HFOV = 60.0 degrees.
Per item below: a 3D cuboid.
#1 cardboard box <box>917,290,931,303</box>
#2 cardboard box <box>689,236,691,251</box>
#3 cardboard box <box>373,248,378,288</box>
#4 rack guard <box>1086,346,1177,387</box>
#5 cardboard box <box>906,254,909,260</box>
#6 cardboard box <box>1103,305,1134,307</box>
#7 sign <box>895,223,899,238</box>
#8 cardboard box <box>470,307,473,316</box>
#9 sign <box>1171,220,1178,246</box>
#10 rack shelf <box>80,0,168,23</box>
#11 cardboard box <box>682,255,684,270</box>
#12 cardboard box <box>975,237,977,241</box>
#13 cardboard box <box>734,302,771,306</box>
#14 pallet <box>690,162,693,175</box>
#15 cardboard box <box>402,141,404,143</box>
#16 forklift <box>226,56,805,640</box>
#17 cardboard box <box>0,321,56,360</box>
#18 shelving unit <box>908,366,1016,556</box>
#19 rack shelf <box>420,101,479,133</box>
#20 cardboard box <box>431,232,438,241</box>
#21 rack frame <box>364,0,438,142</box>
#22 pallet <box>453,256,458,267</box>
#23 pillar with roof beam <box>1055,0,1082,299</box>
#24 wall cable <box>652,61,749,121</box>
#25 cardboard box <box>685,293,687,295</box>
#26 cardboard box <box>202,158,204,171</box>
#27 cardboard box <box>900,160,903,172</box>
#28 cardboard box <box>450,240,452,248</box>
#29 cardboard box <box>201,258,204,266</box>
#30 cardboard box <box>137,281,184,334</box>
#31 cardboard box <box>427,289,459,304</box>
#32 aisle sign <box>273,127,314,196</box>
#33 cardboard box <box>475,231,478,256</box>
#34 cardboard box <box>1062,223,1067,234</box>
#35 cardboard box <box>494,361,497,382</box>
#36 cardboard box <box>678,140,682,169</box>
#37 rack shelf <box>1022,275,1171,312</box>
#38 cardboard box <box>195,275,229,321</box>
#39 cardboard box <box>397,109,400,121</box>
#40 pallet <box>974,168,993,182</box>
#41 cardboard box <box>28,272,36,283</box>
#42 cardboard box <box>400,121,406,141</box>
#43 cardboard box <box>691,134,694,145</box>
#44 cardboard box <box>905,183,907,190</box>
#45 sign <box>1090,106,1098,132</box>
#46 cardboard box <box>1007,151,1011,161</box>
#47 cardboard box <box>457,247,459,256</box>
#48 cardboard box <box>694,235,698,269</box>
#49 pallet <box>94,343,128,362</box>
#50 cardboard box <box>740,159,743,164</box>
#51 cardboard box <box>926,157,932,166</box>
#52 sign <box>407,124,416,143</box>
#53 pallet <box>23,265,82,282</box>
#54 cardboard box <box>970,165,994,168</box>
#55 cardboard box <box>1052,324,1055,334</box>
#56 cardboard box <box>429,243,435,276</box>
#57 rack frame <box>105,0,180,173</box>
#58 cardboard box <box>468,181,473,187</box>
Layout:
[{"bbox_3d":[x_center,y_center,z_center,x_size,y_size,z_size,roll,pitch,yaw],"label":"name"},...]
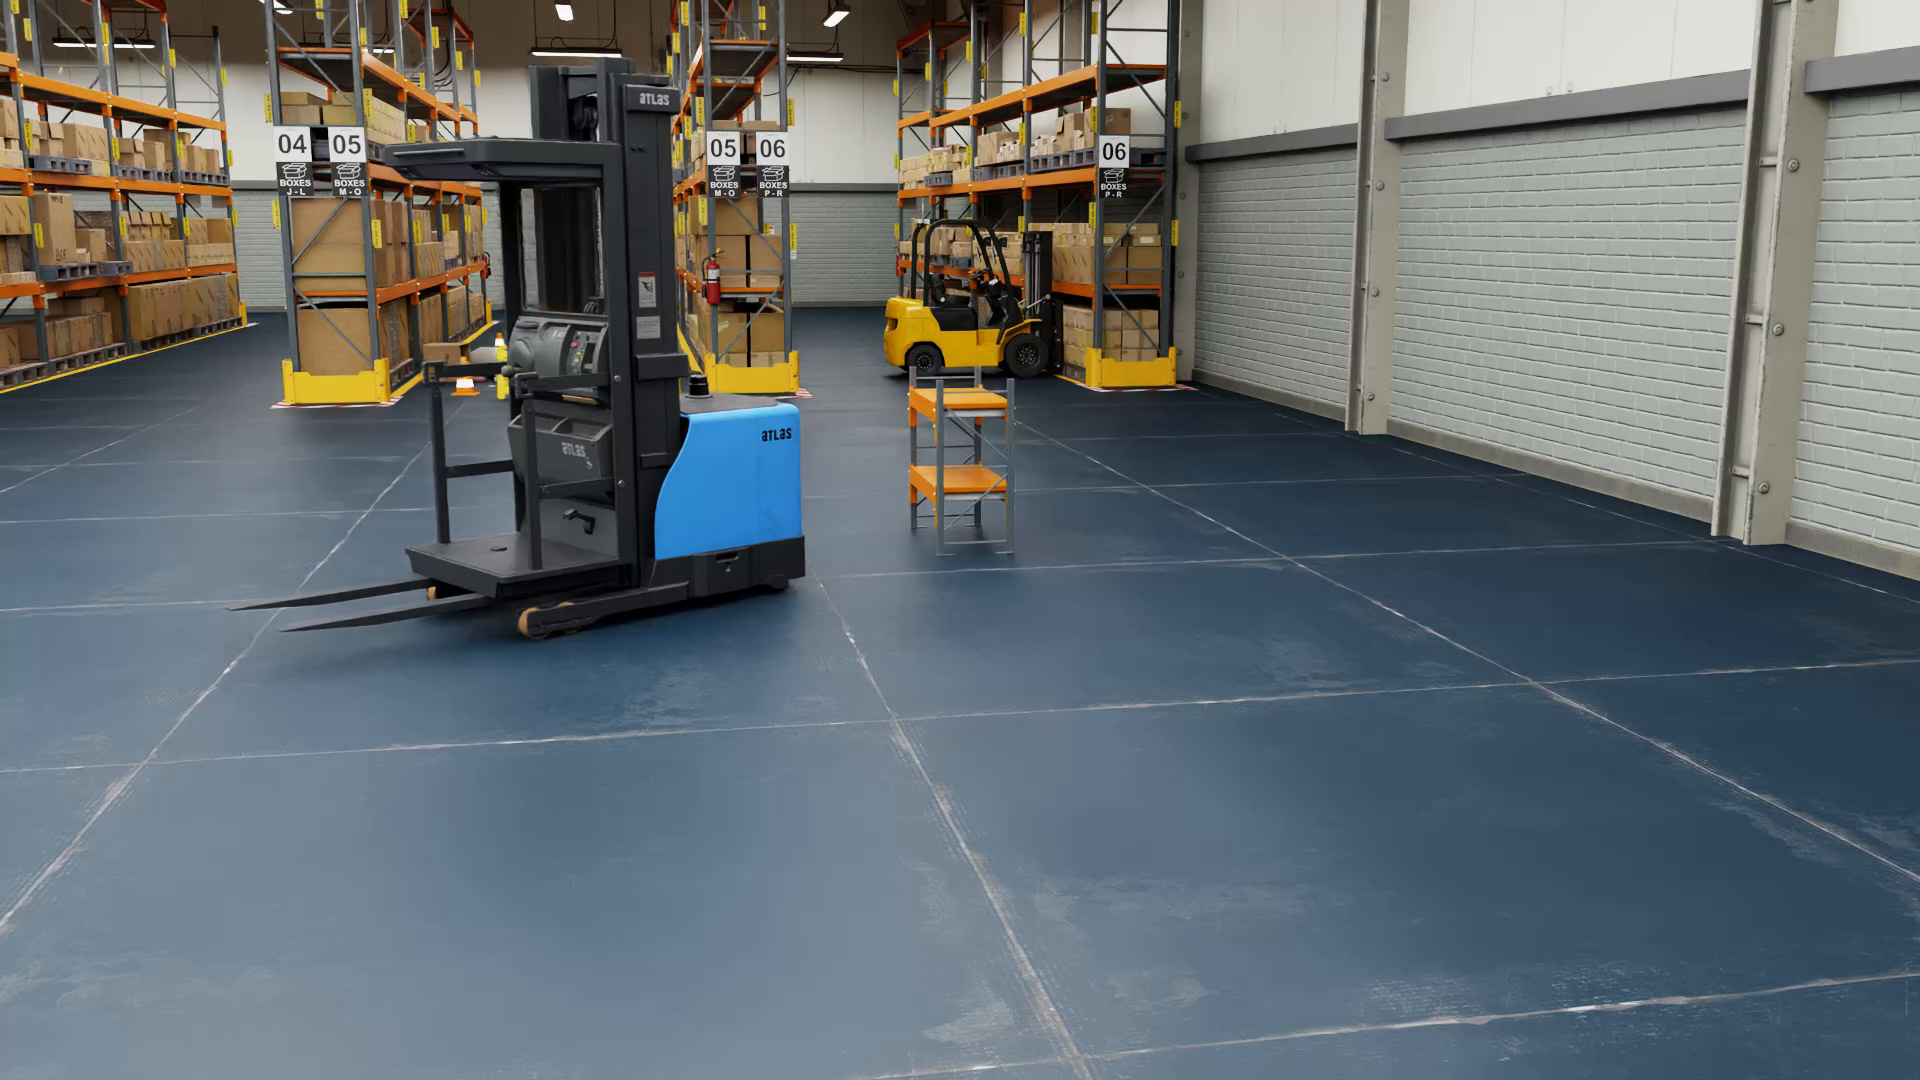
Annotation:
[{"bbox_3d":[-0.507,-4.970,34.848,0.700,0.500,0.500,-3,11,-13],"label":"cardboard box"},{"bbox_3d":[-4.207,-5.023,27.377,0.500,0.500,0.500,-2,11,-8],"label":"cardboard box"},{"bbox_3d":[-7.701,-3.382,20.540,0.875,0.550,0.550,-2,11,-11],"label":"cardboard box"},{"bbox_3d":[2.253,-2.289,21.885,1.175,0.500,0.348,-2,11,-11],"label":"rack guard"},{"bbox_3d":[-0.974,-6.217,36.511,0.380,0.149,0.250,-2,11,-10],"label":"cardboard box"},{"bbox_3d":[2.153,-3.147,23.263,0.500,0.250,0.500,-2,11,-11],"label":"cardboard box"},{"bbox_3d":[-1.396,-6.861,36.908,0.100,0.325,0.005,-2,11,-11],"label":"sign"},{"bbox_3d":[-9.546,-4.373,31.853,0.380,0.149,0.250,-2,11,-8],"label":"cardboard box"},{"bbox_3d":[2.794,-4.005,21.687,0.100,0.325,0.005,-2,11,-11],"label":"sign"},{"bbox_3d":[-14.285,-9.040,27.661,1.077,0.370,4.000,-2,11,-11],"label":"rack shelf"},{"bbox_3d":[-4.643,-4.910,29.373,0.500,0.250,0.500,-2,11,-10],"label":"cardboard box"},{"bbox_3d":[0.466,-5.287,28.950,0.380,0.149,0.250,-2,11,-9],"label":"cardboard box"},{"bbox_3d":[-3.019,-3.199,24.206,0.500,0.500,0.500,-2,11,-12],"label":"cardboard box"},{"bbox_3d":[-3.413,-5.572,24.930,1.213,0.211,1.003,-2,11,-11],"label":"pallet"},{"bbox_3d":[-7.800,-5.379,22.696,0.380,0.149,0.250,-2,11,-10],"label":"cardboard box"},{"bbox_3d":[-2.316,-1.037,8.805,3.031,2.935,1.130,-10,15,-43],"label":"forklift"},{"bbox_3d":[-13.217,-2.815,23.472,0.700,0.500,0.500,-3,11,-15],"label":"cardboard box"},{"bbox_3d":[-0.001,-0.554,11.098,0.538,1.125,1.048,-2,11,-11],"label":"shelving unit"},{"bbox_3d":[-10.178,-8.301,32.677,1.077,0.370,4.000,-2,11,-11],"label":"rack shelf"},{"bbox_3d":[-8.912,-5.077,27.804,0.380,0.149,0.250,-2,11,-11],"label":"cardboard box"},{"bbox_3d":[-9.012,-7.556,26.828,1.000,3.000,0.127,-2,11,-11],"label":"rack frame"},{"bbox_3d":[-9.784,-5.103,30.497,1.003,0.211,1.213,-2,11,-11],"label":"pallet"},{"bbox_3d":[-2.393,-7.573,26.916,9.100,9.000,0.400,-2,11,-11],"label":"pillar with roof beam"},{"bbox_3d":[-6.376,-10.282,41.148,2.355,3.000,0.029,-2,11,-11],"label":"wall cable"},{"bbox_3d":[-5.319,-4.937,34.844,0.875,0.438,0.875,-2,11,-9],"label":"cardboard box"},{"bbox_3d":[-15.159,-7.398,32.364,0.700,0.500,0.500,-3,11,-15],"label":"cardboard box"},{"bbox_3d":[-1.023,-8.157,36.276,0.500,0.250,0.500,-2,11,-12],"label":"cardboard box"},{"bbox_3d":[-9.258,-5.264,29.584,0.380,0.149,0.250,-2,11,-11],"label":"cardboard box"},{"bbox_3d":[-14.561,-5.268,31.525,0.380,0.149,0.250,-2,11,-13],"label":"cardboard box"},{"bbox_3d":[-14.356,-4.063,29.078,1.225,0.875,0.875,-3,11,-13],"label":"cardboard box"},{"bbox_3d":[-9.090,-4.275,29.192,0.500,0.250,0.500,-2,11,-11],"label":"cardboard box"},{"bbox_3d":[-7.736,-4.395,19.311,0.394,0.787,0.004,-2,11,-11],"label":"aisle sign"},{"bbox_3d":[-9.938,-5.919,33.210,0.500,0.500,0.500,-2,11,-8],"label":"cardboard box"},{"bbox_3d":[1.626,-4.324,23.093,0.380,0.149,0.250,-2,11,-10],"label":"cardboard box"},{"bbox_3d":[-6.093,-2.284,22.485,0.396,0.266,0.258,0,11,-1],"label":"cardboard box"},{"bbox_3d":[-4.555,-6.711,29.020,0.700,0.500,0.500,-3,11,-14],"label":"cardboard box"},{"bbox_3d":[1.859,-3.535,23.669,1.077,0.370,4.000,-2,11,-11],"label":"rack shelf"},{"bbox_3d":[-15.072,-4.795,32.928,0.875,0.875,0.875,-2,11,-11],"label":"cardboard box"},{"bbox_3d":[-7.752,-5.725,22.377,0.380,0.149,0.250,-2,11,-11],"label":"cardboard box"},{"bbox_3d":[0.912,-6.248,28.484,1.213,0.211,1.003,-2,11,-8],"label":"pallet"},{"bbox_3d":[-12.788,-3.561,22.556,0.380,0.149,0.250,-2,11,-11],"label":"cardboard box"},{"bbox_3d":[-7.886,-5.596,22.766,0.500,0.250,0.500,-2,11,-12],"label":"cardboard box"},{"bbox_3d":[-3.657,-5.746,23.880,0.380,0.149,0.250,-2,11,-12],"label":"cardboard box"},{"bbox_3d":[-0.972,-7.595,35.726,0.380,0.149,0.250,-2,11,-10],"label":"cardboard box"},{"bbox_3d":[1.714,-5.374,21.229,0.100,0.325,0.005,-2,11,-11],"label":"sign"},{"bbox_3d":[0.959,-6.051,26.225,0.380,0.149,0.250,-2,11,-11],"label":"cardboard box"},{"bbox_3d":[-9.518,-5.360,30.882,0.380,0.149,0.250,-2,11,-12],"label":"cardboard box"},{"bbox_3d":[-3.586,-4.178,24.063,0.500,0.500,0.500,-2,11,-11],"label":"cardboard box"},{"bbox_3d":[-13.746,-2.934,26.046,1.003,0.211,1.213,-2,11,-11],"label":"pallet"},{"bbox_3d":[-2.830,-5.090,22.567,0.380,0.149,0.250,-2,11,-12],"label":"cardboard box"},{"bbox_3d":[-0.458,-7.403,32.533,0.380,0.149,0.250,-2,11,-9],"label":"cardboard box"},{"bbox_3d":[-7.689,-5.662,23.305,0.100,0.325,0.005,-2,11,-11],"label":"sign"},{"bbox_3d":[-13.124,-3.765,23.466,1.003,0.211,1.213,-2,11,-11],"label":"pallet"},{"bbox_3d":[0.387,-6.641,29.376,0.380,0.149,0.250,-2,11,-10],"label":"cardboard box"},{"bbox_3d":[1.545,-2.979,23.717,0.500,0.250,0.500,-2,11,-11],"label":"cardboard box"},{"bbox_3d":[-8.364,-4.308,25.541,0.500,0.500,0.500,-2,11,-10],"label":"cardboard box"},{"bbox_3d":[-14.674,-8.128,29.832,1.000,3.000,0.127,-2,11,-11],"label":"rack frame"},{"bbox_3d":[-9.809,-7.025,32.460,0.500,0.250,0.500,-2,11,-9],"label":"cardboard box"}]
